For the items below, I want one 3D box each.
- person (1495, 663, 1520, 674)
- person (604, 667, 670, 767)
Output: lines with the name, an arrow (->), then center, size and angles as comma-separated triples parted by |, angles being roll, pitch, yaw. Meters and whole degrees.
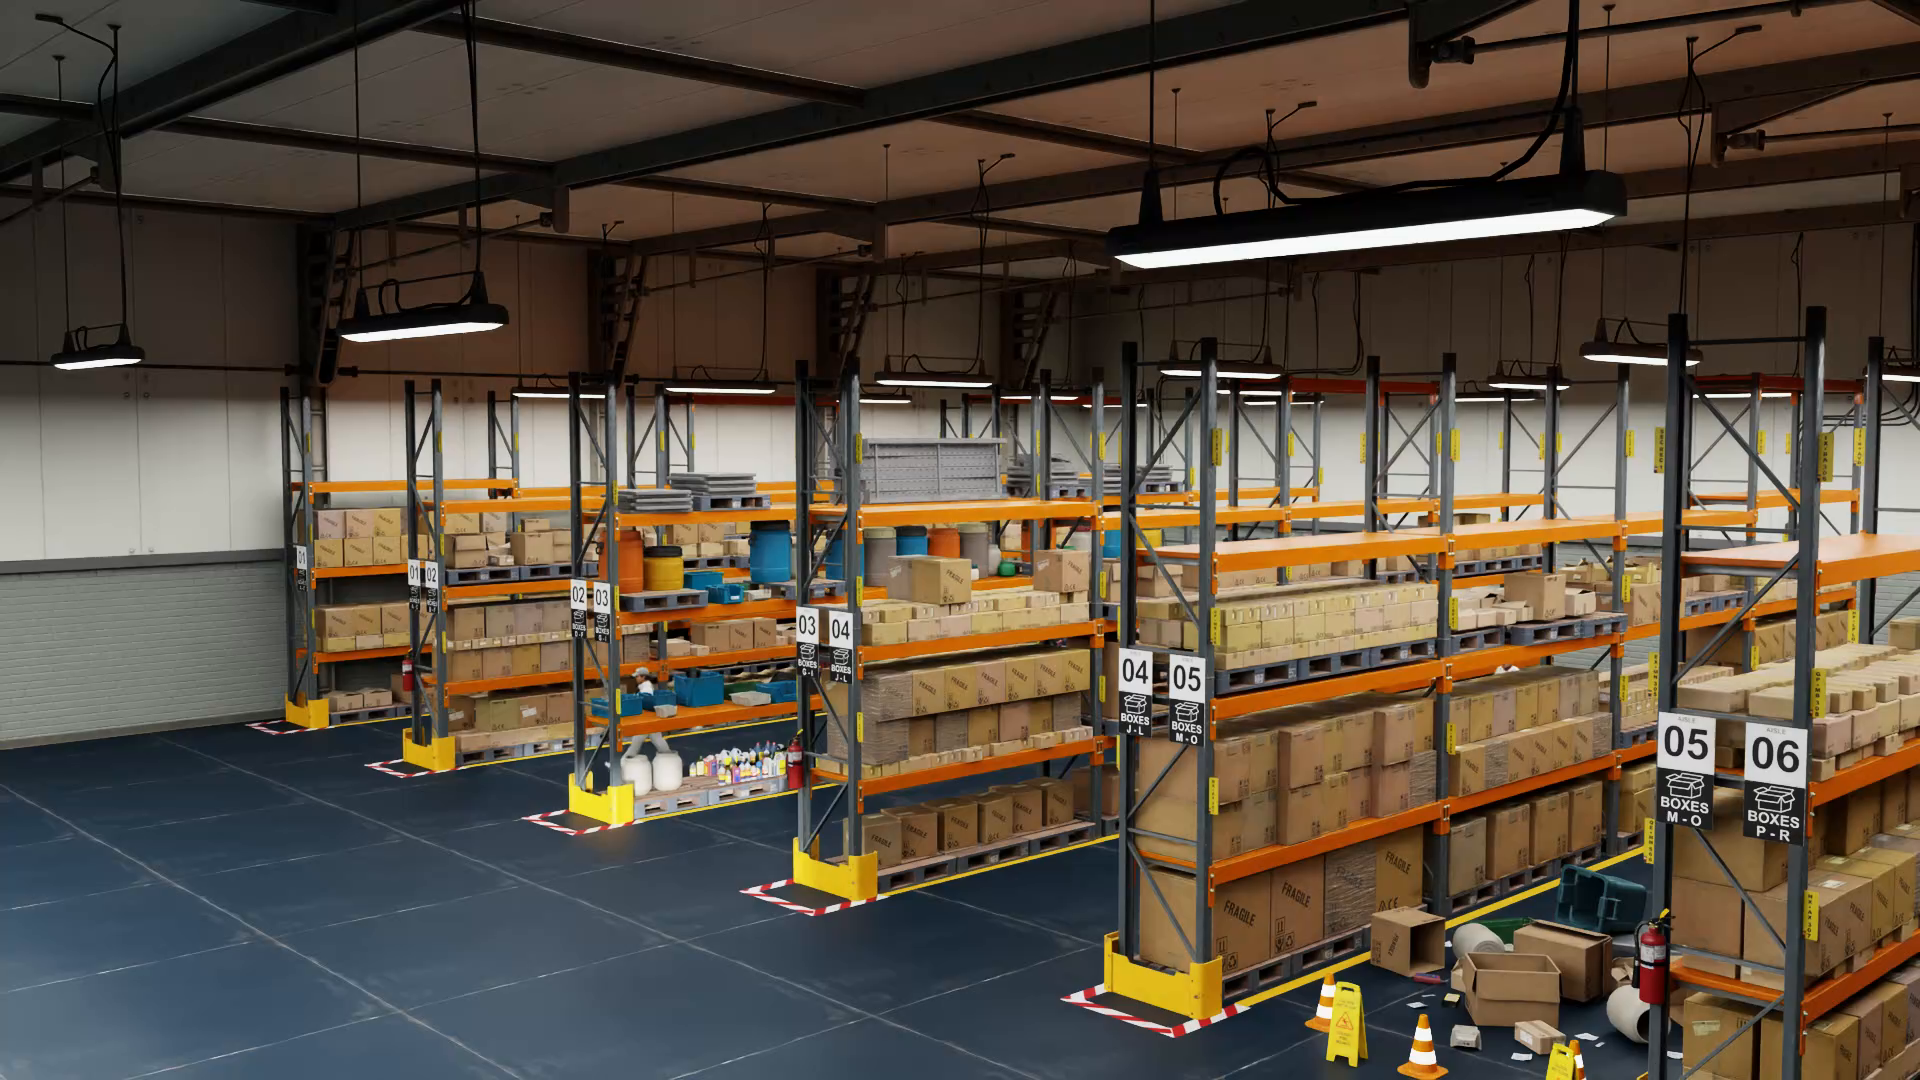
person -> 8.572, 2.626, 26.102 | 0.679, 1.764, 0.580 | -3, 5, -40
person -> -4.867, 2.727, 25.350 | 1.060, 1.602, 0.503 | 0, 4, -4
